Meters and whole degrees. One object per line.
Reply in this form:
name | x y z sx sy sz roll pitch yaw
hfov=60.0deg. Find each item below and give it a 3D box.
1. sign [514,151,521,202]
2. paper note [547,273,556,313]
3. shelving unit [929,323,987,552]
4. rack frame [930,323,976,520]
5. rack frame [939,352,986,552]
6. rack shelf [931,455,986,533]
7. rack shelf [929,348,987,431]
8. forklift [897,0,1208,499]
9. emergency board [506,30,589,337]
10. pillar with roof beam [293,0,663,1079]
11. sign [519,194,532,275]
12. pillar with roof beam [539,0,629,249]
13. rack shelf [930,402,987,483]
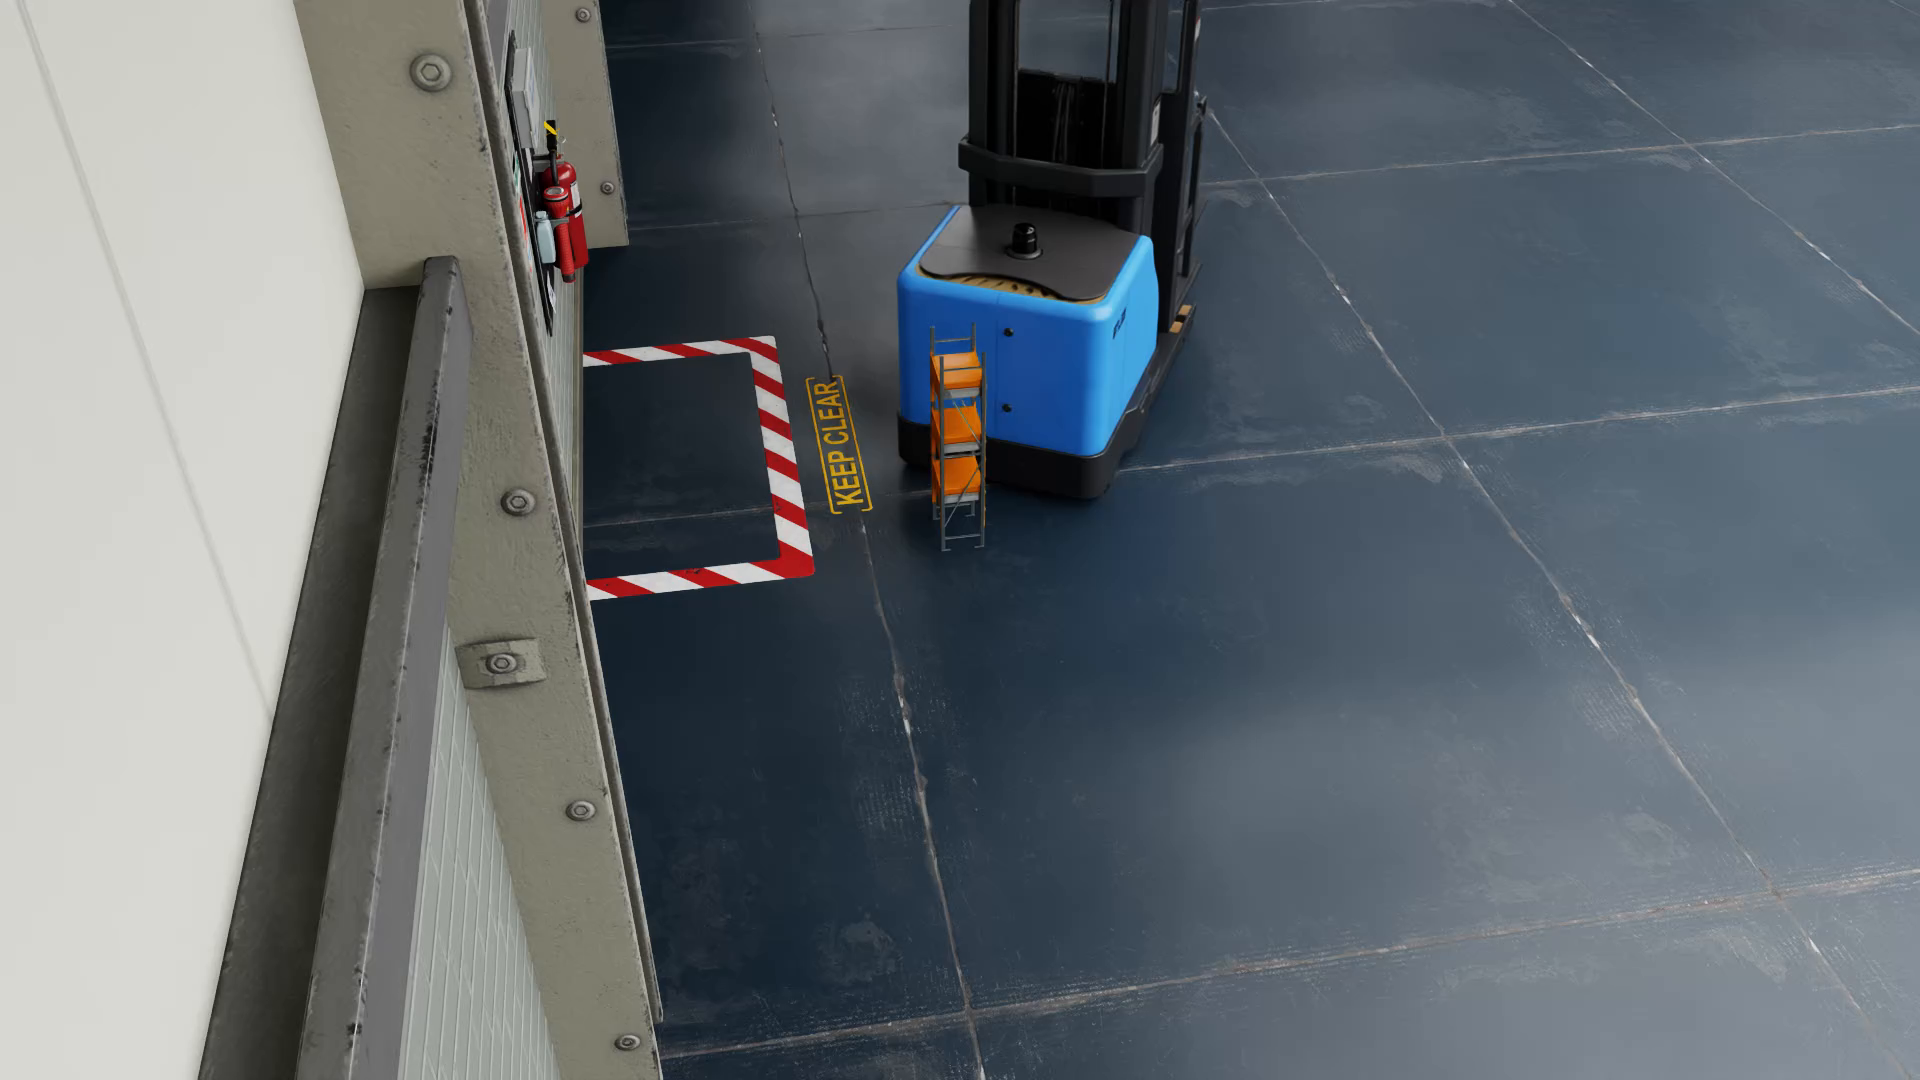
sign | -1.788 -1.455 6.716 0.001 0.109 0.331 -6 38 -8
paper note | -1.829 -1.110 7.452 0.016 0.148 0.142 -6 38 -8
shelving unit | -0.009 -0.447 7.470 0.215 1.050 0.252 -6 38 -8
rack frame | -0.031 -0.521 7.564 0.200 1.050 0.008 -6 38 -8
rack frame | 0.012 -0.373 7.375 0.200 1.050 0.008 -6 38 -8
rack shelf | -0.009 -0.219 7.647 0.215 0.259 0.240 -6 38 -8
rack shelf | -0.009 -0.663 7.302 0.215 0.259 0.240 -6 38 -8
forklift | 0.670 -2.259 8.269 1.130 2.935 3.031 12 40 15
emergency board | -1.792 -1.573 7.329 0.194 1.169 0.643 -6 38 -8
pillar with roof beam | 3.103 -2.277 3.346 9.100 9.000 0.400 -6 38 -8
sign | -1.796 -1.242 6.874 0.001 0.329 0.234 -6 38 -8
pillar with roof beam | 2.051 -5.901 8.011 9.100 9.000 0.400 -6 38 -8
rack shelf | -0.009 -0.439 7.476 0.215 0.259 0.240 -6 38 -8
